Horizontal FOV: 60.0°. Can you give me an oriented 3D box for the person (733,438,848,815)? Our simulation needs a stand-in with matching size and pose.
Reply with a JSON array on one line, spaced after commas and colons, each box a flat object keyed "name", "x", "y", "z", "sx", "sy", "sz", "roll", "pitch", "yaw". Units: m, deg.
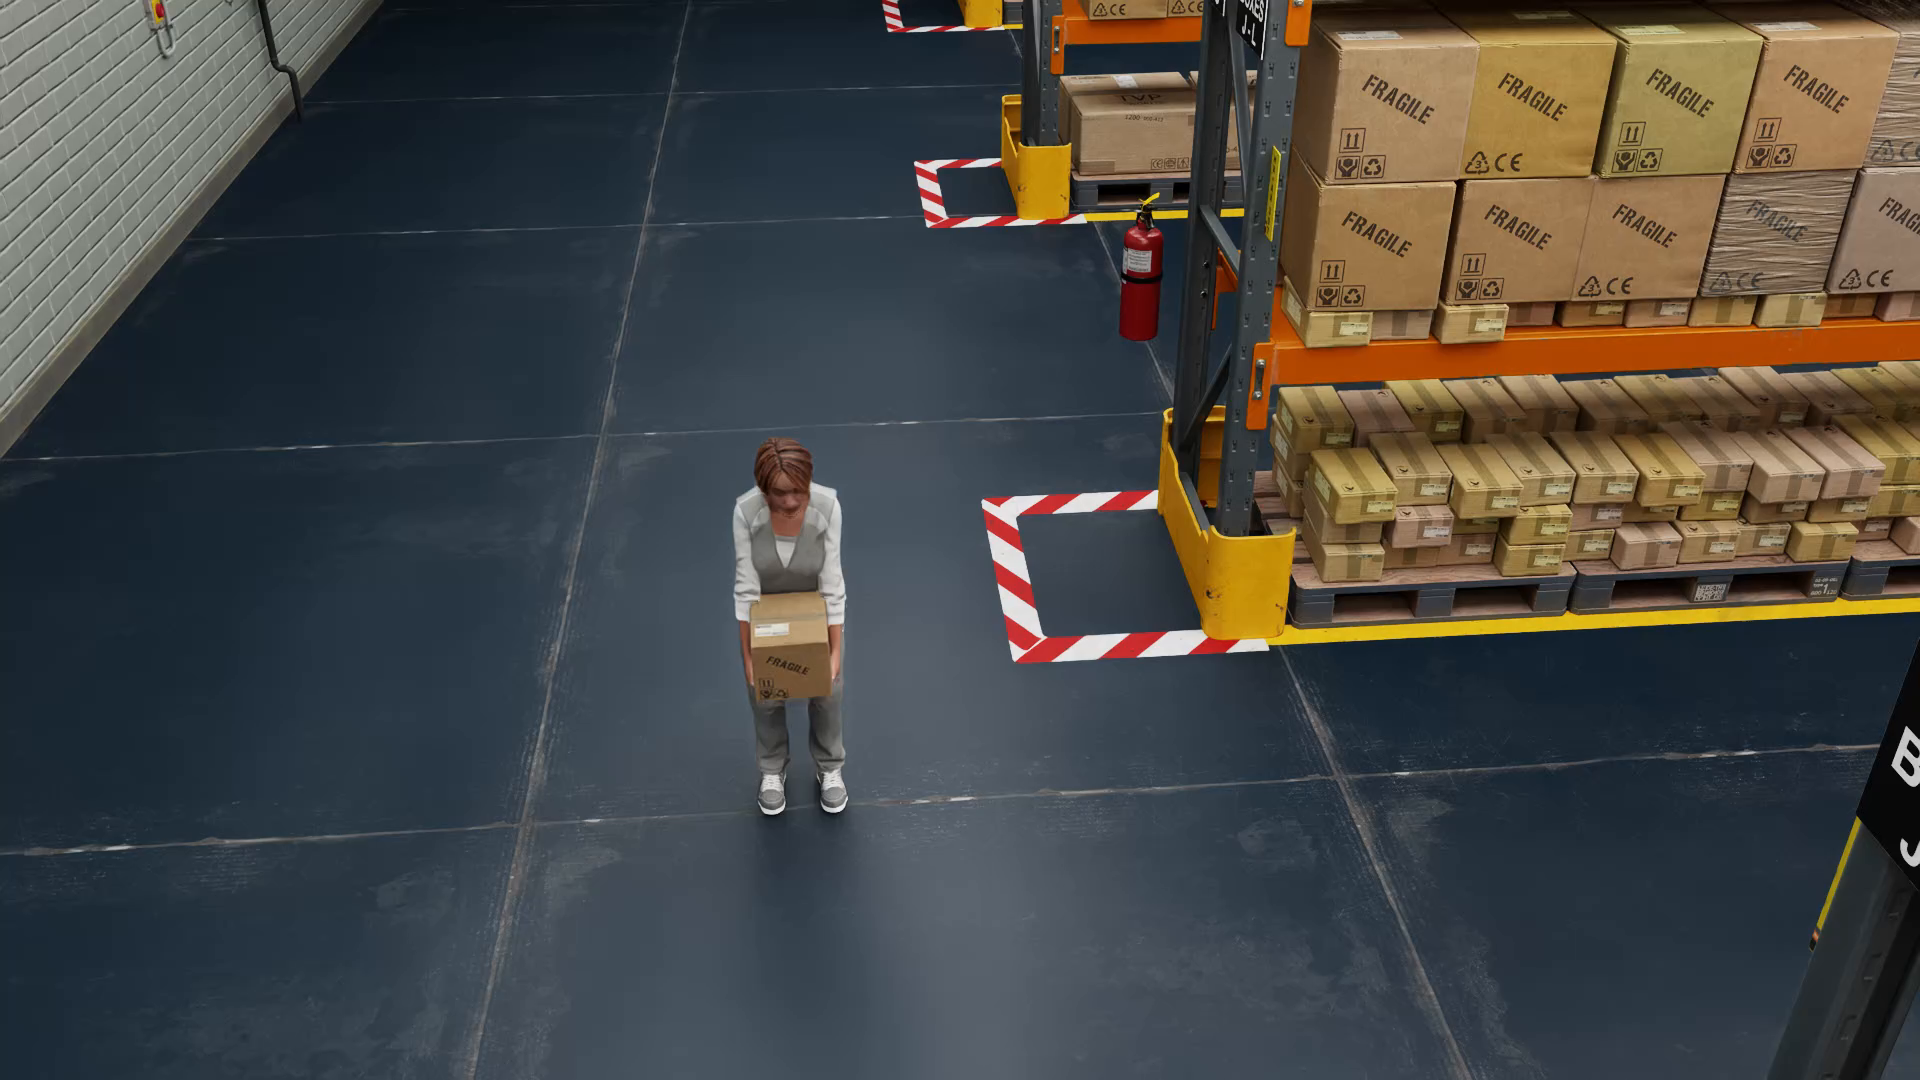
[{"name": "person", "x": -0.572, "y": 0.308, "z": 5.682, "sx": 0.371, "sy": 1.562, "sz": 0.533, "roll": -3, "pitch": 32, "yaw": -5}]
